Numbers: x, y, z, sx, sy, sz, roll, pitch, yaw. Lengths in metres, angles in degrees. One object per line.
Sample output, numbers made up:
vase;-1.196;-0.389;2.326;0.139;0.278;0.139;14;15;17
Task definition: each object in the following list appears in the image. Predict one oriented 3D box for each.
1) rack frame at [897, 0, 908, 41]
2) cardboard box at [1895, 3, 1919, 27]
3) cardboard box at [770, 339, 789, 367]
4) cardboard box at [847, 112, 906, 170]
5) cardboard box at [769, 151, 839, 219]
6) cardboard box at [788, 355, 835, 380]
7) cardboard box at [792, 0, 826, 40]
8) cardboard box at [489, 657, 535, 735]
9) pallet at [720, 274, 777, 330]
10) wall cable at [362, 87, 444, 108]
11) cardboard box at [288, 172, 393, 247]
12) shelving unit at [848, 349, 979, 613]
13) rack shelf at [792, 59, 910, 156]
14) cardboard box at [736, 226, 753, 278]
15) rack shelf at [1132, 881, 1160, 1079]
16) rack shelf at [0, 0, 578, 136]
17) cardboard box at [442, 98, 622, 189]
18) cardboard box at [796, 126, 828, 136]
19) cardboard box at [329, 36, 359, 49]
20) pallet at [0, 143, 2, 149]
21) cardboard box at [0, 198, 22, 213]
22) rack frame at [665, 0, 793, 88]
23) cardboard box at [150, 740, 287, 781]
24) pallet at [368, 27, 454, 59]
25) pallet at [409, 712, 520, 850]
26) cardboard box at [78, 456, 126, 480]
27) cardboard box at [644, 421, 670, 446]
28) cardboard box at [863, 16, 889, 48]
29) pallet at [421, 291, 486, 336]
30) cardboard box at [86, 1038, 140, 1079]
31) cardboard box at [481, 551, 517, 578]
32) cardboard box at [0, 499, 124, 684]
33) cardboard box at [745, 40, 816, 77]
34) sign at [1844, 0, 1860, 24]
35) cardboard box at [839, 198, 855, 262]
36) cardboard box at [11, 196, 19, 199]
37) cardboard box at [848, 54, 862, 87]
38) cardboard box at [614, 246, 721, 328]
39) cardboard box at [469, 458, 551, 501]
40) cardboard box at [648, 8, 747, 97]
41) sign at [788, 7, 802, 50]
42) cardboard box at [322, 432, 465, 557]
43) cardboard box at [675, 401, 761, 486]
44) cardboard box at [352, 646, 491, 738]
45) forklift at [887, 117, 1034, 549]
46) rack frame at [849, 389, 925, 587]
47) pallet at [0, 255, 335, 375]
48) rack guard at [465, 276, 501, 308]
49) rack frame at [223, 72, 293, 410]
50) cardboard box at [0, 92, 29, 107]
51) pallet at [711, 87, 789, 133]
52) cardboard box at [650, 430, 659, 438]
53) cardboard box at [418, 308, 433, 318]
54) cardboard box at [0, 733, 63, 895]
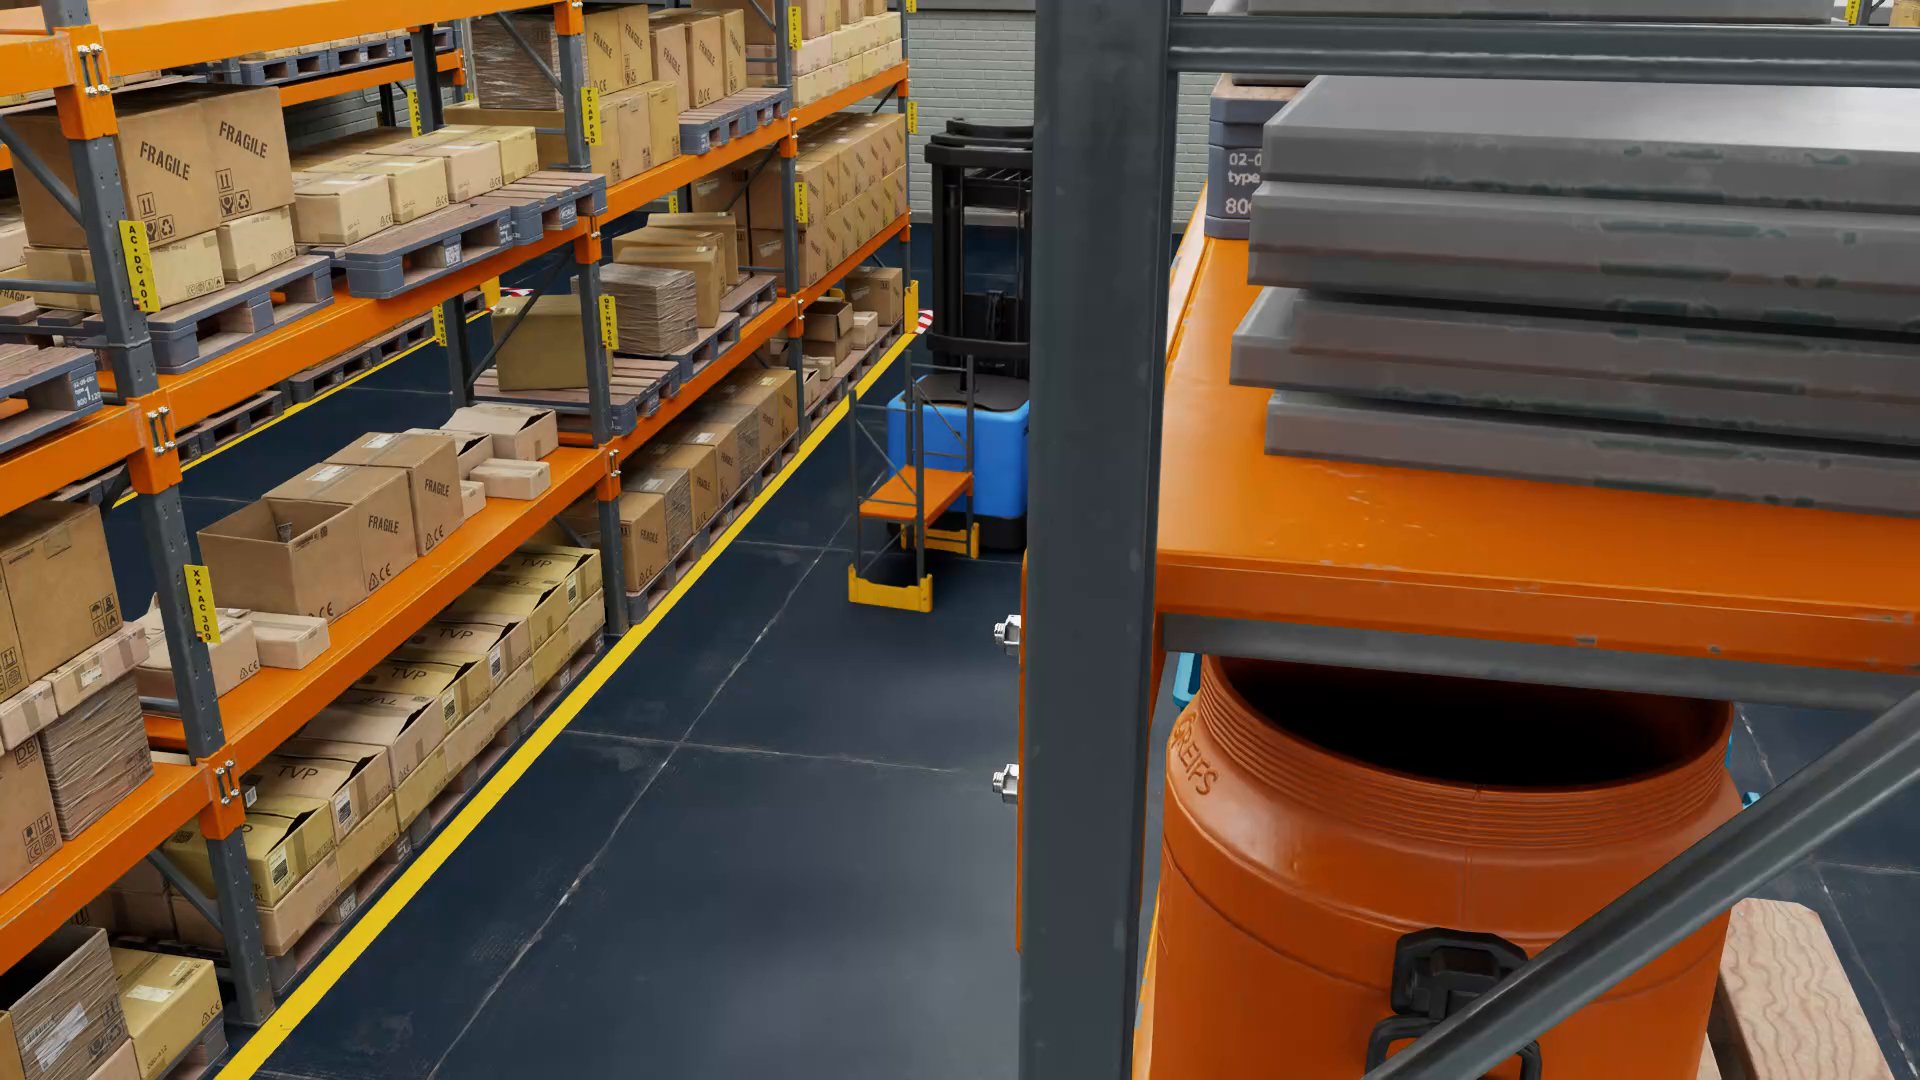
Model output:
rack frame;-1.034;-6.525;16.508;1.000;3.000;0.127;4;22;11
cardboard box;8.377;-4.273;14.104;0.700;0.500;0.500;4;22;9
cardboard box;-1.859;-1.740;15.669;0.500;0.311;0.500;4;22;11
cardboard box;-0.856;-4.068;16.967;0.500;0.500;0.500;4;22;10
cardboard box;-1.374;-3.129;14.634;0.500;0.500;0.500;4;22;9
cardboard box;-1.386;-1.623;15.571;0.380;0.166;0.250;4;22;11
cardboard box;-1.547;-4.533;14.107;0.700;0.500;0.500;4;22;11
cardboard box;-2.742;0.848;9.351;0.500;0.250;0.500;5;22;12
pallet;-2.120;-1.906;13.328;1.003;0.211;1.213;4;22;11
wall cable;-6.549;-5.130;19.715;0.084;1.984;1.851;4;22;11
cardboard box;-3.032;-1.564;7.846;0.500;0.250;0.500;3;22;6
shelving unit;-0.309;-0.430;11.413;0.587;1.500;1.083;7;23;18
rack shelf;-1.442;-4.068;15.387;1.077;0.370;4.000;4;22;11
cardboard box;-1.999;-2.528;14.481;0.500;0.500;0.500;5;22;12
rack shelf;0.958;0.700;3.549;1.077;0.370;4.000;4;22;11
rack shelf;-3.074;-2.348;7.637;1.077;0.370;4.000;4;22;11
cardboard box;-2.610;-2.416;10.188;0.910;0.500;0.500;4;22;11
cardboard box;-1.589;-3.735;16.141;0.500;0.500;0.500;5;22;12
cardboard box;-6.086;-4.824;15.806;0.500;0.250;0.500;4;22;9
pallet;-7.437;-2.736;11.368;1.213;0.211;1.003;6;23;13
cardboard box;-7.357;-2.482;12.939;0.500;0.250;0.500;4;22;10
rack frame;-1.850;-5.062;12.876;1.000;3.000;0.127;4;22;11
cardboard box;-3.581;1.107;7.958;0.500;0.311;0.500;5;22;12
pallet;-6.025;-5.196;17.344;1.003;0.211;1.213;4;22;11
pallet;-3.124;1.220;9.041;1.003;0.211;1.213;4;22;11
cardboard box;-7.053;-0.969;13.059;0.750;0.750;0.750;4;22;11
cardboard box;-2.498;-0.602;12.590;0.500;0.500;0.500;4;22;9
cardboard box;-0.991;-4.905;16.034;0.500;0.250;0.500;4;22;11
pallet;-5.971;-2.526;18.343;1.003;0.211;1.213;4;22;11
cardboard box;-3.475;2.096;6.253;0.500;0.250;0.500;4;22;11
cardboard box;-3.061;0.174;10.275;0.500;0.311;0.500;5;23;13
cardboard box;-3.567;0.162;6.067;0.700;0.500;0.500;5;22;11
cardboard box;-1.508;-3.991;13.765;0.500;0.250;0.500;4;22;11
sign;8.121;-4.863;15.123;0.100;0.325;0.005;4;22;11
cardboard box;-1.274;-2.861;15.309;0.500;0.500;0.500;4;22;11
cardboard box;-7.247;-2.673;13.412;0.500;0.250;0.500;4;22;9
cardboard box;-1.200;-4.308;15.221;0.500;0.250;0.500;4;22;11
cardboard box;-2.150;-1.869;12.284;0.700;0.500;0.500;-1;22;-3
cardboard box;-2.579;-0.349;9.542;0.380;0.149;0.250;4;22;11
cardboard box;-2.025;-3.779;12.877;0.600;0.600;0.600;2;22;6
sign;-1.306;-4.052;13.164;0.100;0.325;0.005;4;22;11
cardboard box;-2.993;-0.247;8.819;0.500;0.500;0.500;3;22;8
cardboard box;-1.882;-0.758;12.977;0.500;0.500;0.500;5;22;12
cardboard box;-2.842;0.773;8.787;0.500;0.311;0.500;5;22;12
forklift;0.419;-1.813;12.931;1.130;2.935;3.031;7;23;18
rack frame;-0.477;-0.247;10.959;0.500;1.500;0.032;7;23;18
pallet;-3.315;-0.979;7.011;0.805;0.209;1.217;4;22;9
rack guard;-5.879;-2.967;19.052;1.175;0.500;0.348;4;22;11
rack frame;-6.700;-2.655;14.931;1.000;3.000;0.127;4;22;11
cardboard box;-7.291;-3.415;12.080;0.700;0.500;0.500;6;23;14
pallet;-2.052;-3.350;12.893;1.213;0.211;1.003;4;22;11
cardboard box;-2.493;-0.964;12.485;0.500;0.250;0.500;4;22;10
cardboard box;-6.031;-2.707;17.843;0.700;0.500;0.500;4;22;11
cardboard box;-3.668;0.957;5.829;0.700;0.500;0.500;4;22;10
